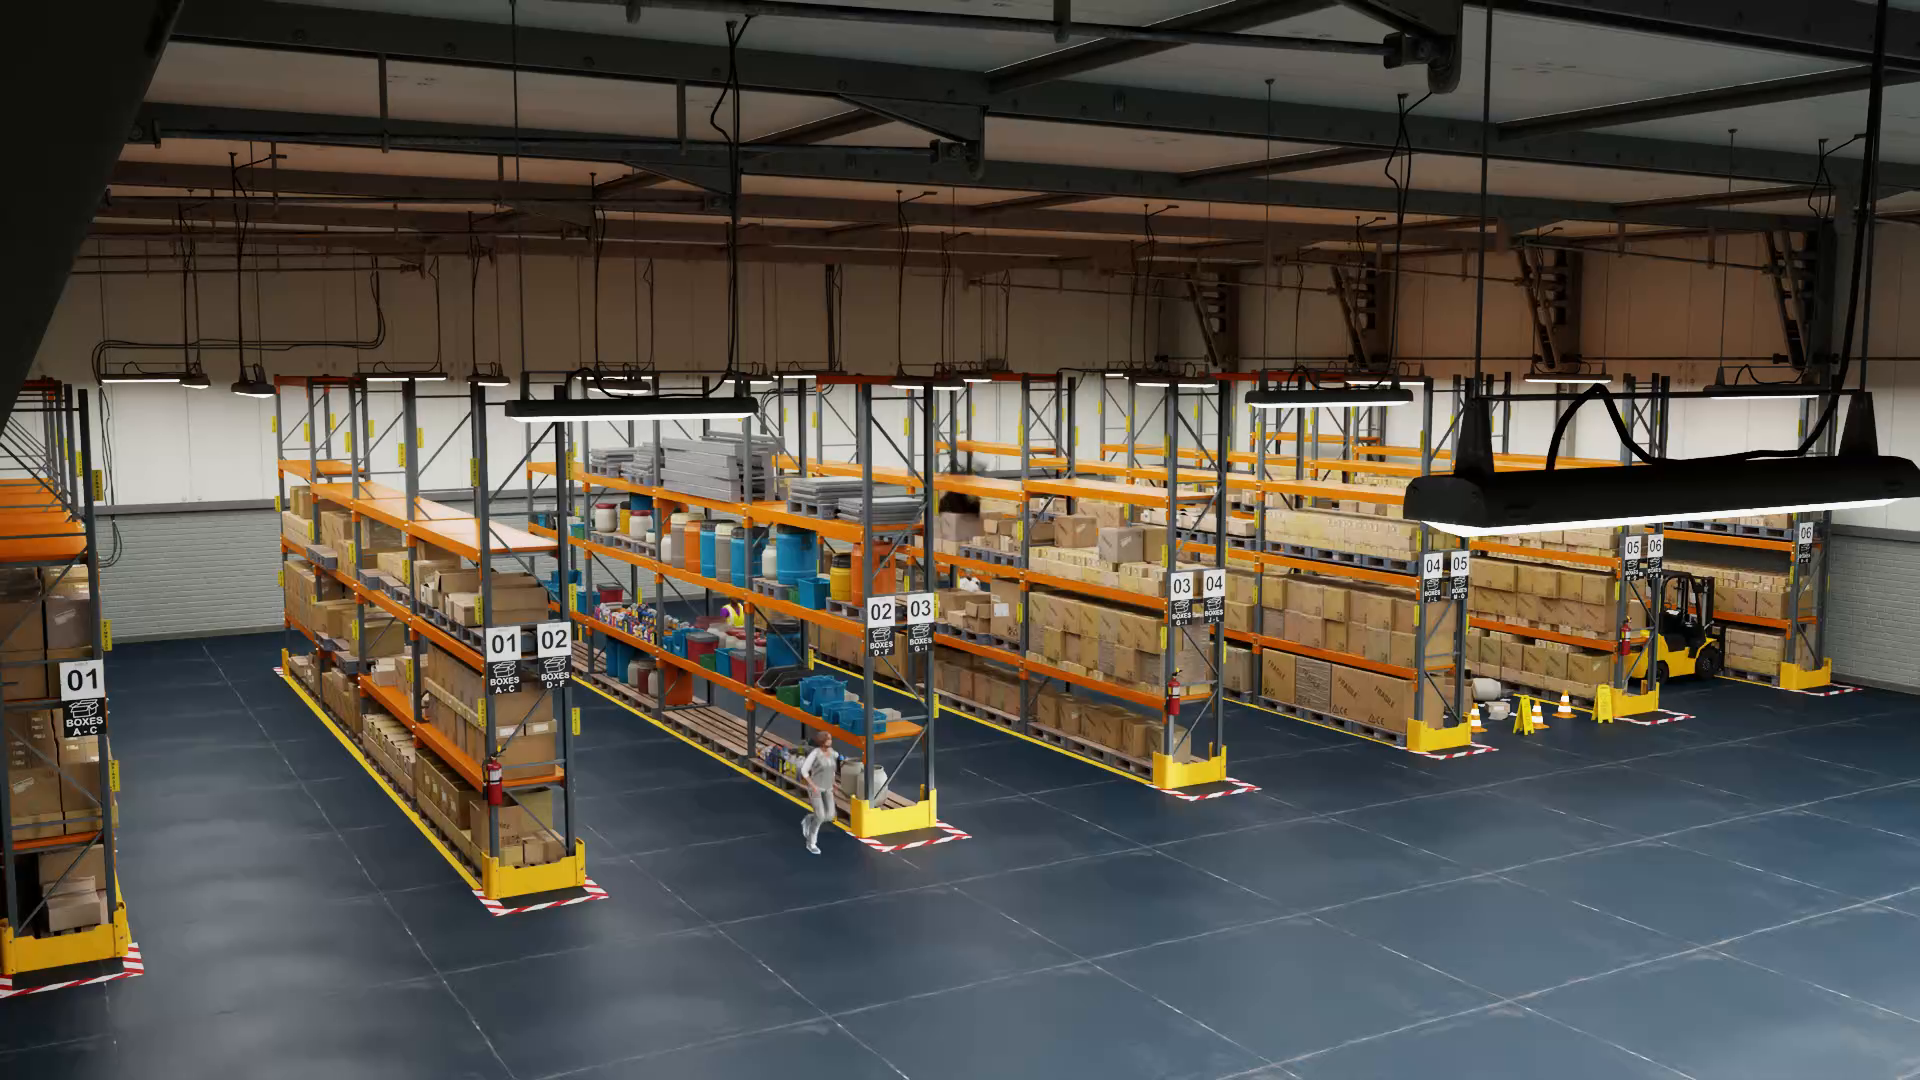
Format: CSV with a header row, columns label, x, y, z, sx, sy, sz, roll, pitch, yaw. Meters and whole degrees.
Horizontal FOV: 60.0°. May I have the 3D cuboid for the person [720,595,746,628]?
label,x,y,z,sx,sy,sz,roll,pitch,yaw
person,-4.416,1.867,32.878,0.672,1.746,0.657,-4,8,-34

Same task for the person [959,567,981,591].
label,x,y,z,sx,sy,sz,roll,pitch,yaw
person,0.235,1.469,36.678,0.670,1.827,0.767,-3,7,-22

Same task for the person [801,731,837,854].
label,x,y,z,sx,sy,sz,roll,pitch,yaw
person,-1.829,3.231,21.521,0.509,1.544,0.582,6,9,43
